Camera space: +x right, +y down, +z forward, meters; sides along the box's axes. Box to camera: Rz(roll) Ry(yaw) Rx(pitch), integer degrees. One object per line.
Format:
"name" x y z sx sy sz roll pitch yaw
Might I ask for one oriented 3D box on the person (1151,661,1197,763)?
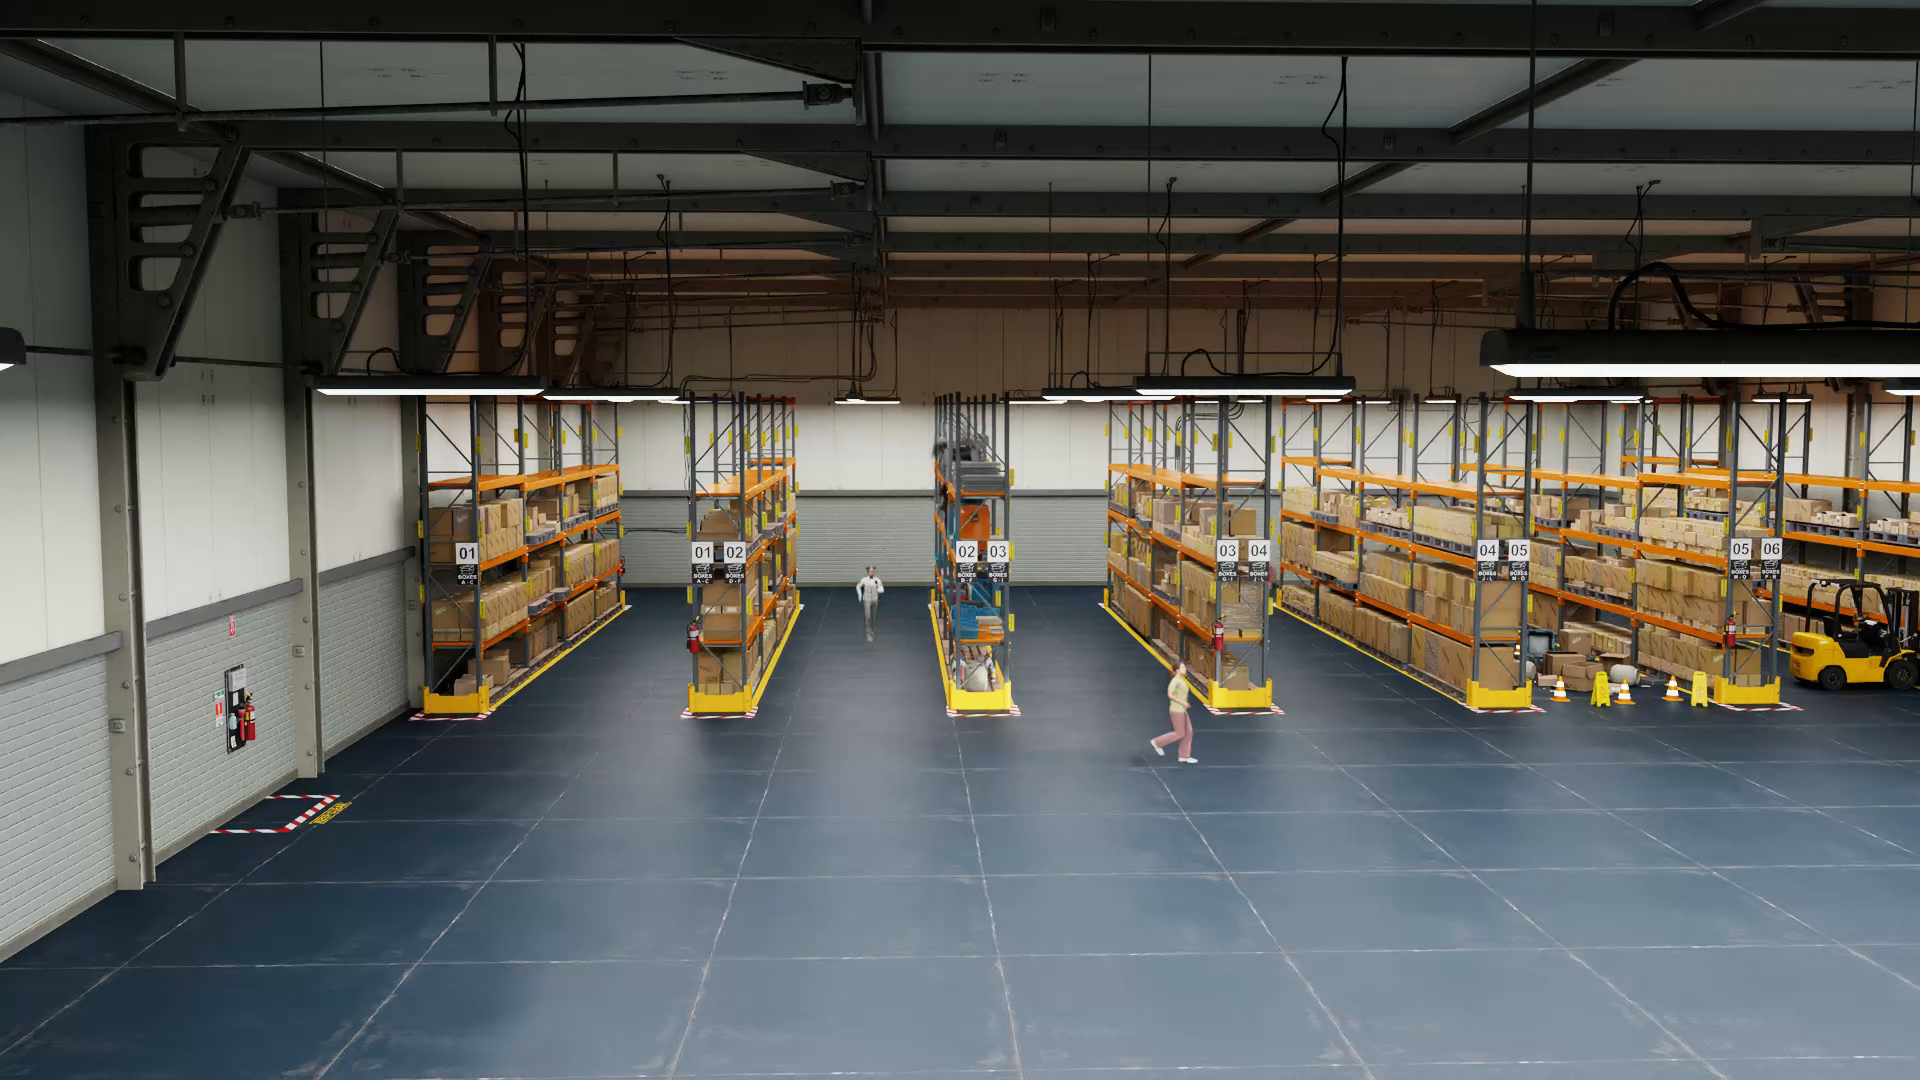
"person" 3.465 2.754 26.766 0.752 1.642 0.577 1 5 18

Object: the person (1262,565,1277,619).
"person" 8.130 1.296 44.242 0.624 1.770 0.667 0 5 0

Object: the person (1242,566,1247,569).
"person" 7.935 1.008 48.253 0.527 1.697 0.718 -3 6 -37

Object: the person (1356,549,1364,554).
"person" 11.901 1.013 49.213 0.515 1.570 0.536 1 5 6

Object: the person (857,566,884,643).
"person" -2.077 1.474 38.853 0.587 1.757 0.739 -1 5 -16
